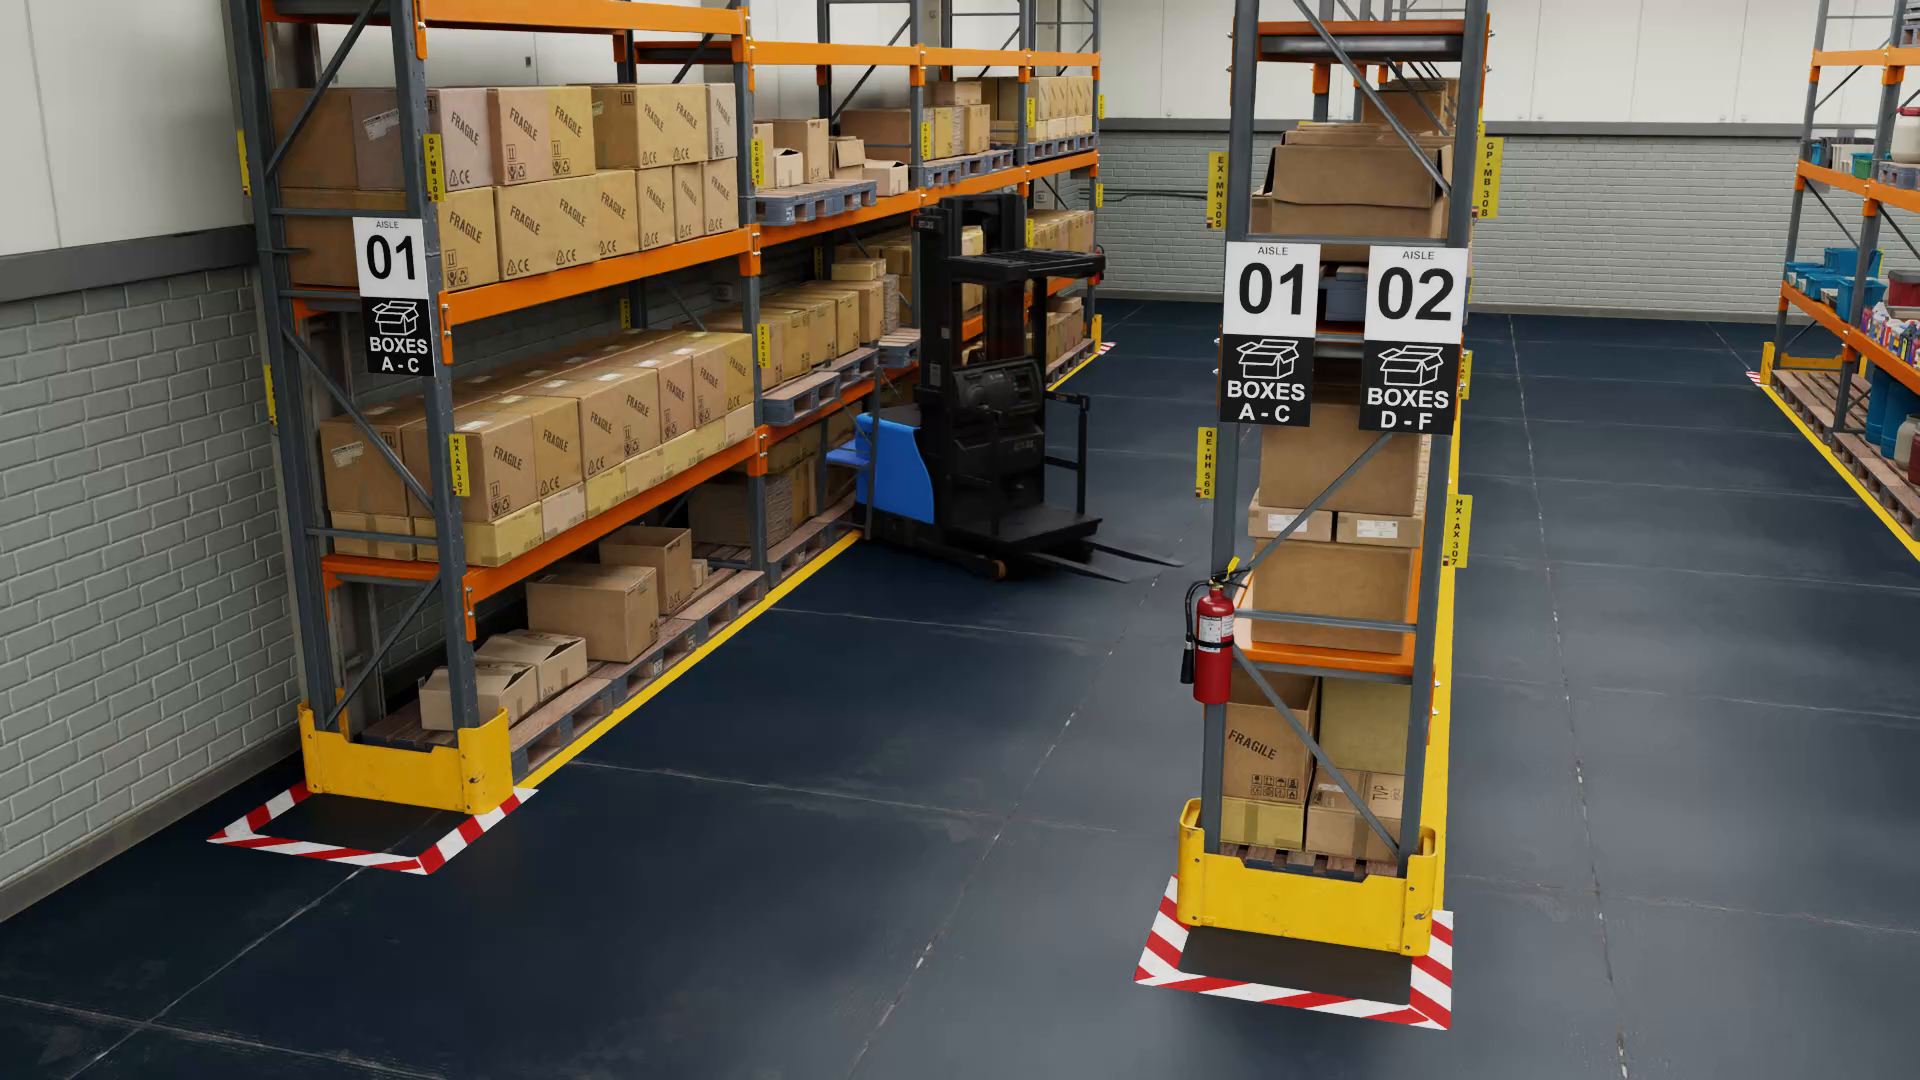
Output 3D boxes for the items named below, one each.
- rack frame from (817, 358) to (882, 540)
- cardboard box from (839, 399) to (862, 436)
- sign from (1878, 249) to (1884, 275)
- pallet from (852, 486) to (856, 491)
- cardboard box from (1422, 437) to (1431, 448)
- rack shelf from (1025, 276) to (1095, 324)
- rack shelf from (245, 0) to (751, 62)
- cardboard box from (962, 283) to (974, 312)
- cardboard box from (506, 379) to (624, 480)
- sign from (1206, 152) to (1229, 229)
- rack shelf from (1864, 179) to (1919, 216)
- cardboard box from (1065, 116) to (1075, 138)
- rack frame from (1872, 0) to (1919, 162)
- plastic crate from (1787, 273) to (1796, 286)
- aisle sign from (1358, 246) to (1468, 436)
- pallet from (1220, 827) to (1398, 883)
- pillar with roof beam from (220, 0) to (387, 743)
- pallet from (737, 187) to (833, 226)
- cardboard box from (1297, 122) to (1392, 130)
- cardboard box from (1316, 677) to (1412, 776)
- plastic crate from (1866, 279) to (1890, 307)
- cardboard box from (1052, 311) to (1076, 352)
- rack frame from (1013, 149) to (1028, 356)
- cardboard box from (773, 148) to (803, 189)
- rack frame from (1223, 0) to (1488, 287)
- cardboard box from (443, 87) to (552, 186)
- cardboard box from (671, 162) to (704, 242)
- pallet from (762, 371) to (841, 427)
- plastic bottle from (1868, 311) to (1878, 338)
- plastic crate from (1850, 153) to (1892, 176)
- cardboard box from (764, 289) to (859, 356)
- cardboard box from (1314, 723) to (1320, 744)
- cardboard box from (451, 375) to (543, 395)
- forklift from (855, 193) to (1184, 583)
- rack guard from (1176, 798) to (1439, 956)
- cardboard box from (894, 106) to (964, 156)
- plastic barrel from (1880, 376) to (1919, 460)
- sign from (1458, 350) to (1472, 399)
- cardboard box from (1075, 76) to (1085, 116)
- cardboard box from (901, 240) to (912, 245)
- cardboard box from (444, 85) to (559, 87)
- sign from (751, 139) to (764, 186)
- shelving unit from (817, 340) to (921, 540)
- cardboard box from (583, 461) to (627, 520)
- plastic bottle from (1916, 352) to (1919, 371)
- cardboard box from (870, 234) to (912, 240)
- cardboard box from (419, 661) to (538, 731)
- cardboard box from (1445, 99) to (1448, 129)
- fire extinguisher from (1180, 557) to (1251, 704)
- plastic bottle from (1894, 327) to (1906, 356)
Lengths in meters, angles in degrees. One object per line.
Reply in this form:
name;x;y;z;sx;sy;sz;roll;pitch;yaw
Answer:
rack frame;-0.942;-0.758;14.030;0.500;1.500;0.032;11;19;17
cardboard box;-1.219;-1.138;15.246;0.500;0.250;0.500;5;17;17
sign;11.462;-3.470;20.768;0.100;0.325;0.005;5;16;16
pallet;-1.066;-0.559;15.915;1.003;0.211;1.213;5;16;16
cardboard box;2.390;-0.477;9.143;0.380;0.149;0.250;5;17;16
rack shelf;0.863;-3.329;21.887;1.077;0.370;4.000;5;16;16
rack shelf;-2.547;-3.074;10.000;1.077;0.370;4.000;5;16;16
cardboard box;-0.159;-2.679;17.514;0.500;0.500;0.500;5;16;16
cardboard box;-2.389;-0.675;10.077;0.500;0.500;0.500;4;16;14
sign;1.119;-1.506;7.167;0.100;0.325;0.005;5;16;16
rack shelf;9.225;-2.957;15.080;1.077;0.370;4.000;5;16;16
cardboard box;1.188;-5.334;21.464;0.500;0.250;0.500;4;16;14
rack frame;9.793;-5.270;16.417;1.000;3.000;0.127;5;16;16
plastic crate;10.374;-3.215;20.542;0.250;0.136;0.298;5;16;16
aisle sign;1.910;-0.839;7.026;0.394;0.787;0.004;5;16;16
pallet;1.812;1.509;8.622;1.003;0.211;1.213;5;16;16
pillar with roof beam;0.381;-2.815;7.762;9.100;9.000;0.400;5;16;16
pallet;-1.701;-2.565;12.722;1.213;0.211;1.003;5;16;16
cardboard box;2.376;-2.325;10.322;0.500;0.500;0.500;6;17;20
cardboard box;2.141;0.877;8.636;0.500;0.500;0.500;5;16;16
plastic crate;10.404;-2.741;18.602;0.437;0.282;0.530;5;16;16
cardboard box;1.186;-2.876;22.783;0.700;0.500;0.500;5;16;16
rack frame;0.295;-3.152;19.944;1.000;3.000;0.127;5;16;16
cardboard box;-1.572;-2.959;13.161;0.500;0.311;0.500;5;17;18
rack frame;1.635;-2.515;6.706;1.000;3.000;0.127;5;16;16
cardboard box;-2.582;-2.203;9.051;0.500;0.500;0.500;4;16;15
cardboard box;-2.041;-2.277;11.143;0.500;0.500;0.500;3;16;11
pallet;-1.622;-1.155;13.257;1.003;0.211;1.213;5;16;16
plastic bottle;9.199;-2.167;16.707;0.097;0.271;0.097;0;16;0
plastic crate;9.746;-4.009;17.776;0.416;0.233;0.300;5;16;16
cardboard box;-1.299;-1.914;14.589;0.700;0.500;0.500;5;16;16
cardboard box;1.775;1.066;9.344;0.500;0.250;0.500;5;16;16
cardboard box;-2.890;-0.717;10.224;0.500;0.500;0.500;4;16;14
forklift;0.458;-1.245;13.347;1.130;2.935;3.031;-14;21;-41
rack guard;1.628;1.580;7.844;1.175;0.500;0.348;5;16;16
cardboard box;-0.361;-4.356;17.704;0.700;0.500;0.500;5;16;16
plastic barrel;9.421;-1.250;16.314;0.600;0.901;0.708;5;16;16
sign;3.304;-1.088;10.935;0.100;0.325;0.005;5;16;16
cardboard box;1.332;-5.837;21.863;0.500;0.500;0.500;5;17;18
cardboard box;-0.314;-2.906;16.940;0.500;0.250;0.500;4;16;15
cardboard box;-2.788;-2.529;10.199;0.500;0.500;0.500;5;16;16
sign;-1.456;-2.710;11.944;0.100;0.325;0.005;5;16;16
shelving unit;-0.771;-0.892;14.490;0.538;1.500;1.048;11;19;17
cardboard box;-2.388;-0.323;10.208;0.500;0.250;0.500;4;16;15
plastic bottle;8.644;-1.622;14.916;0.097;0.201;0.097;0;16;0
cardboard box;-0.662;-3.075;17.534;0.500;0.250;0.500;4;16;14
cardboard box;-2.833;0.896;9.796;0.500;0.311;0.500;3;16;10
cardboard box;4.663;-4.207;17.032;0.600;0.600;0.600;4;16;15
fire extinguisher;1.156;0.403;7.553;0.296;0.674;0.183;5;16;16
plastic bottle;8.880;-1.873;15.673;0.097;0.271;0.097;0;16;0
